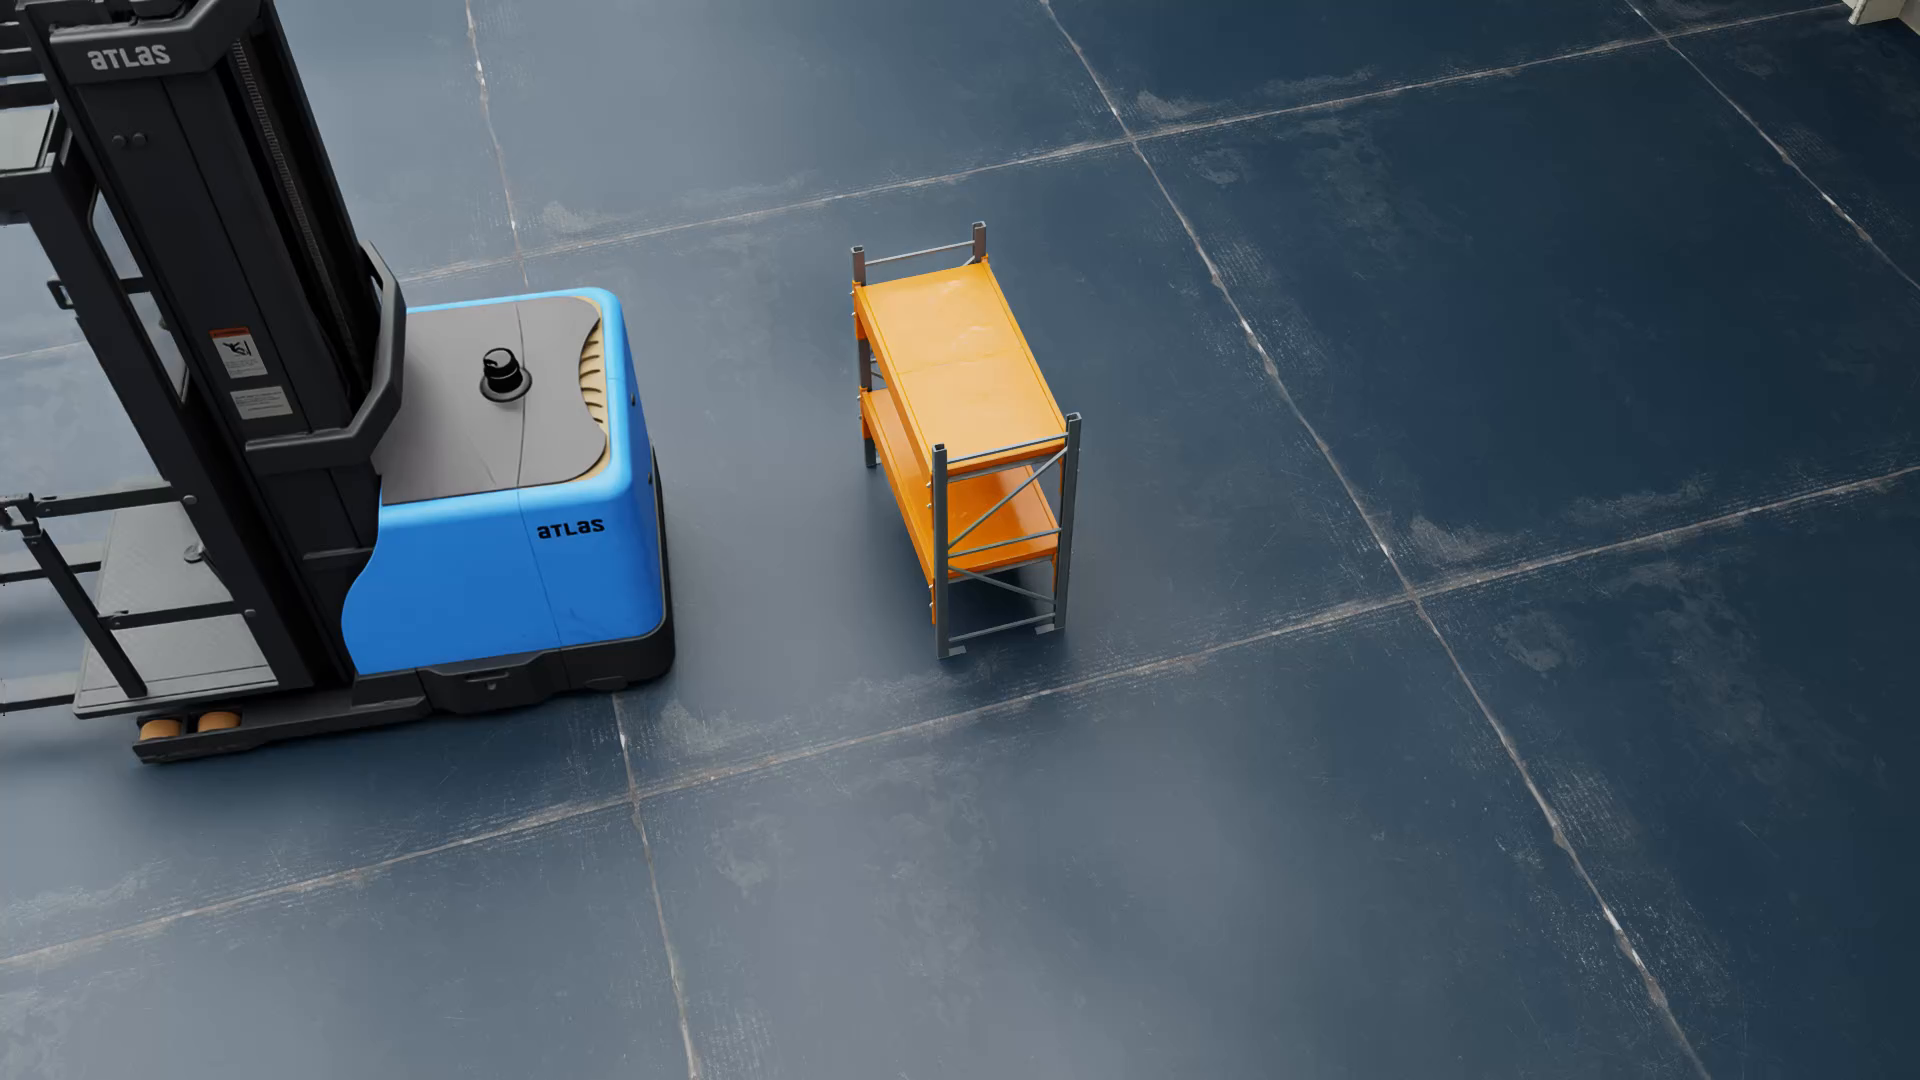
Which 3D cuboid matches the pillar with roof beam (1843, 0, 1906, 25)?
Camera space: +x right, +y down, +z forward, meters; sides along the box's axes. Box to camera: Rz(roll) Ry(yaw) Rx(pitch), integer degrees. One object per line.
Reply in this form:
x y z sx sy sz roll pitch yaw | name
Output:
0.734 -4.844 4.738 9.100 9.000 0.400 -13 51 -11 | pillar with roof beam

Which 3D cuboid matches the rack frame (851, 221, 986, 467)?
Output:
-0.148 -0.729 6.418 0.500 1.125 0.032 -13 51 -11 | rack frame

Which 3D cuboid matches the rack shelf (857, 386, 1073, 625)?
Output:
0.002 -0.200 6.292 0.538 0.278 1.000 -13 51 -11 | rack shelf

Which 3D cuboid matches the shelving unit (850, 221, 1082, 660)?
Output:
0.002 -0.358 6.105 0.538 1.125 1.048 -13 51 -11 | shelving unit

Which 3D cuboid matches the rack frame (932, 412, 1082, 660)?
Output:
0.152 0.014 5.792 0.500 1.125 0.032 -13 51 -11 | rack frame

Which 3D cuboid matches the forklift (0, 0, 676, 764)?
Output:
-2.609 -0.601 5.129 3.031 2.935 1.130 -8 50 -7 | forklift

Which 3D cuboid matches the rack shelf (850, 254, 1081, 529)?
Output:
0.002 -0.546 5.882 0.538 0.278 1.000 -13 51 -11 | rack shelf
